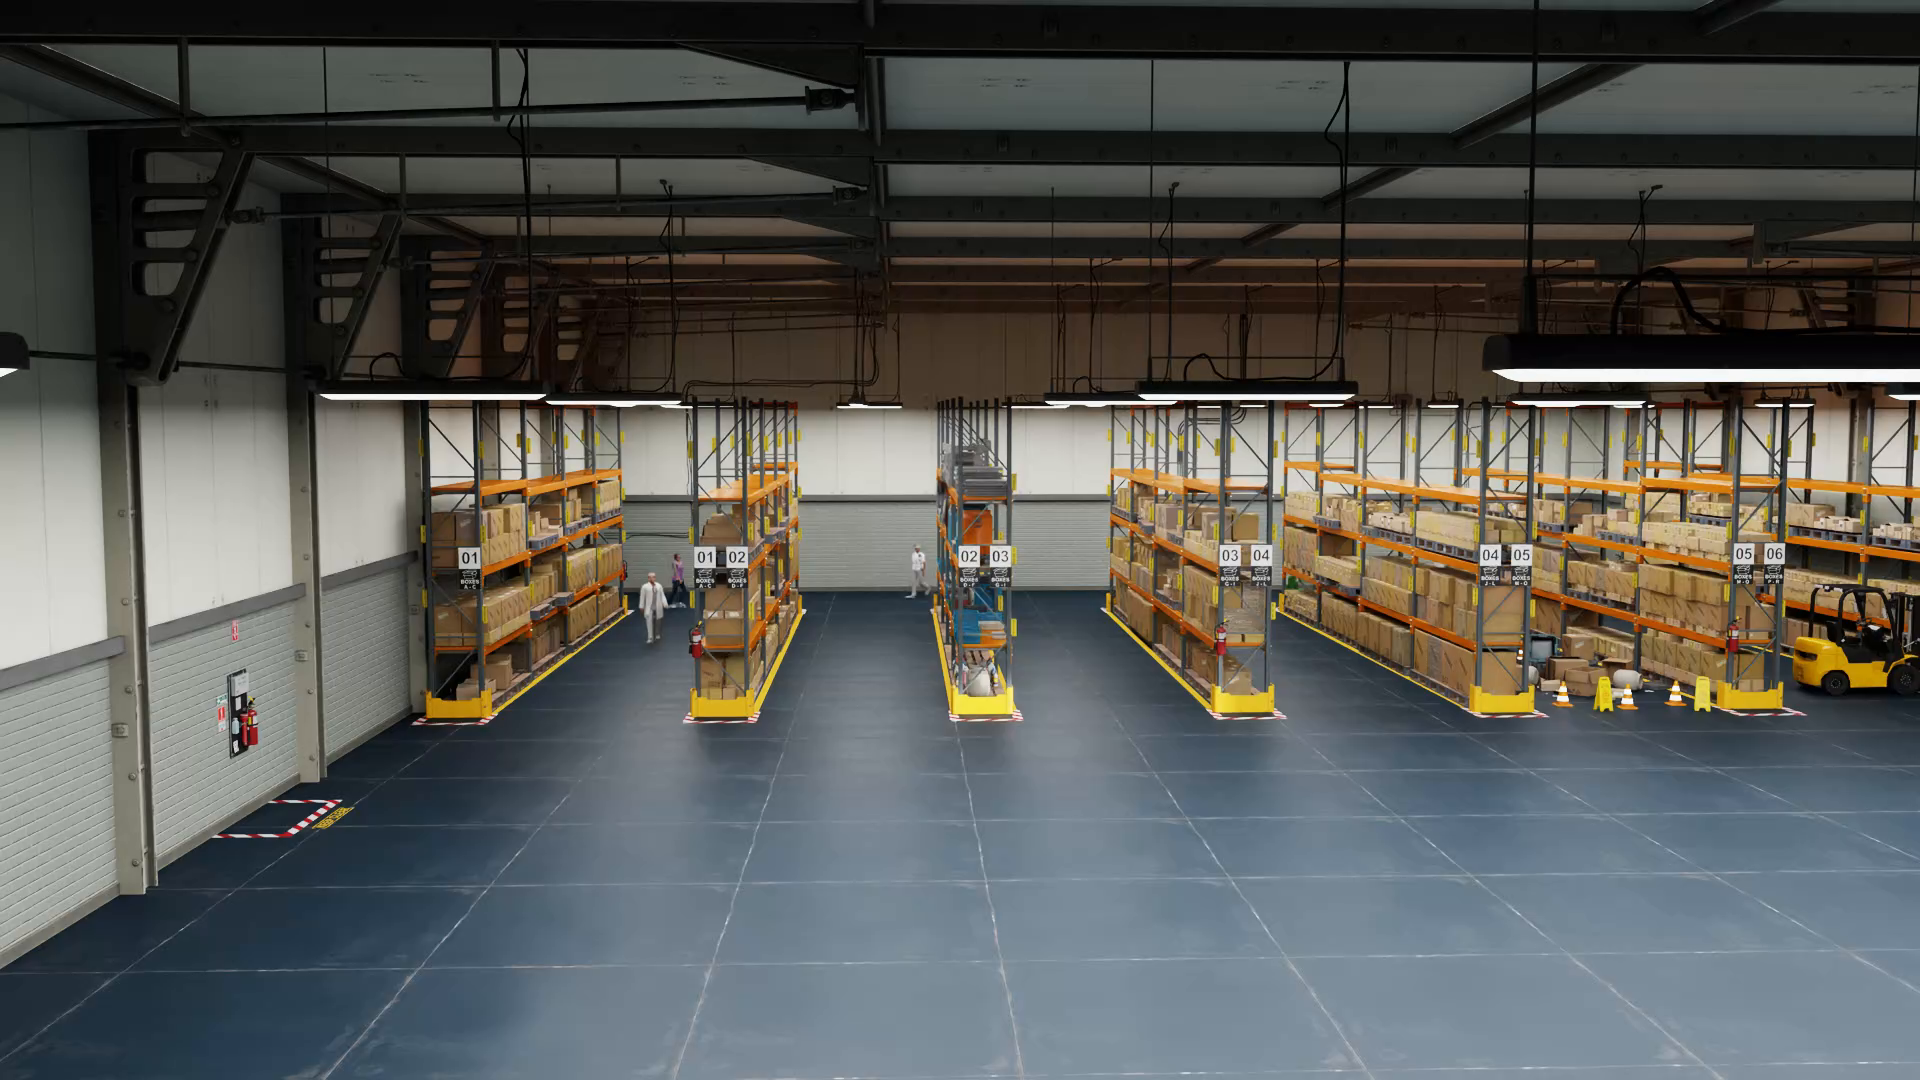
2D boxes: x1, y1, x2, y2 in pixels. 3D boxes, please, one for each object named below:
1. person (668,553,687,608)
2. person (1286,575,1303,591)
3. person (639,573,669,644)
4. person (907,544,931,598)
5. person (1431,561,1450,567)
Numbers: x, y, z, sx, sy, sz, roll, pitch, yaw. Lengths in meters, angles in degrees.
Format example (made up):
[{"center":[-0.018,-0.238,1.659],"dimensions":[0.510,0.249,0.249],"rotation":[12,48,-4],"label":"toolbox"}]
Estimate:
[{"center":[-8.236,1.191,48.370],"dimensions":[0.553,1.620,0.507],"rotation":[0,4,-3],"label":"person"},{"center":[9.901,1.047,48.957],"dimensions":[0.778,1.760,0.572],"rotation":[0,4,-2],"label":"person"},{"center":[-7.565,1.677,41.058],"dimensions":[0.726,1.727,1.128],"rotation":[-1,4,-10],"label":"person"},{"center":[-1.289,0.938,51.142],"dimensions":[0.474,1.665,0.802],"rotation":[3,5,35],"label":"person"},{"center":[14.909,0.857,51.679],"dimensions":[0.542,1.818,0.545],"rotation":[-2,5,-27],"label":"person"}]
